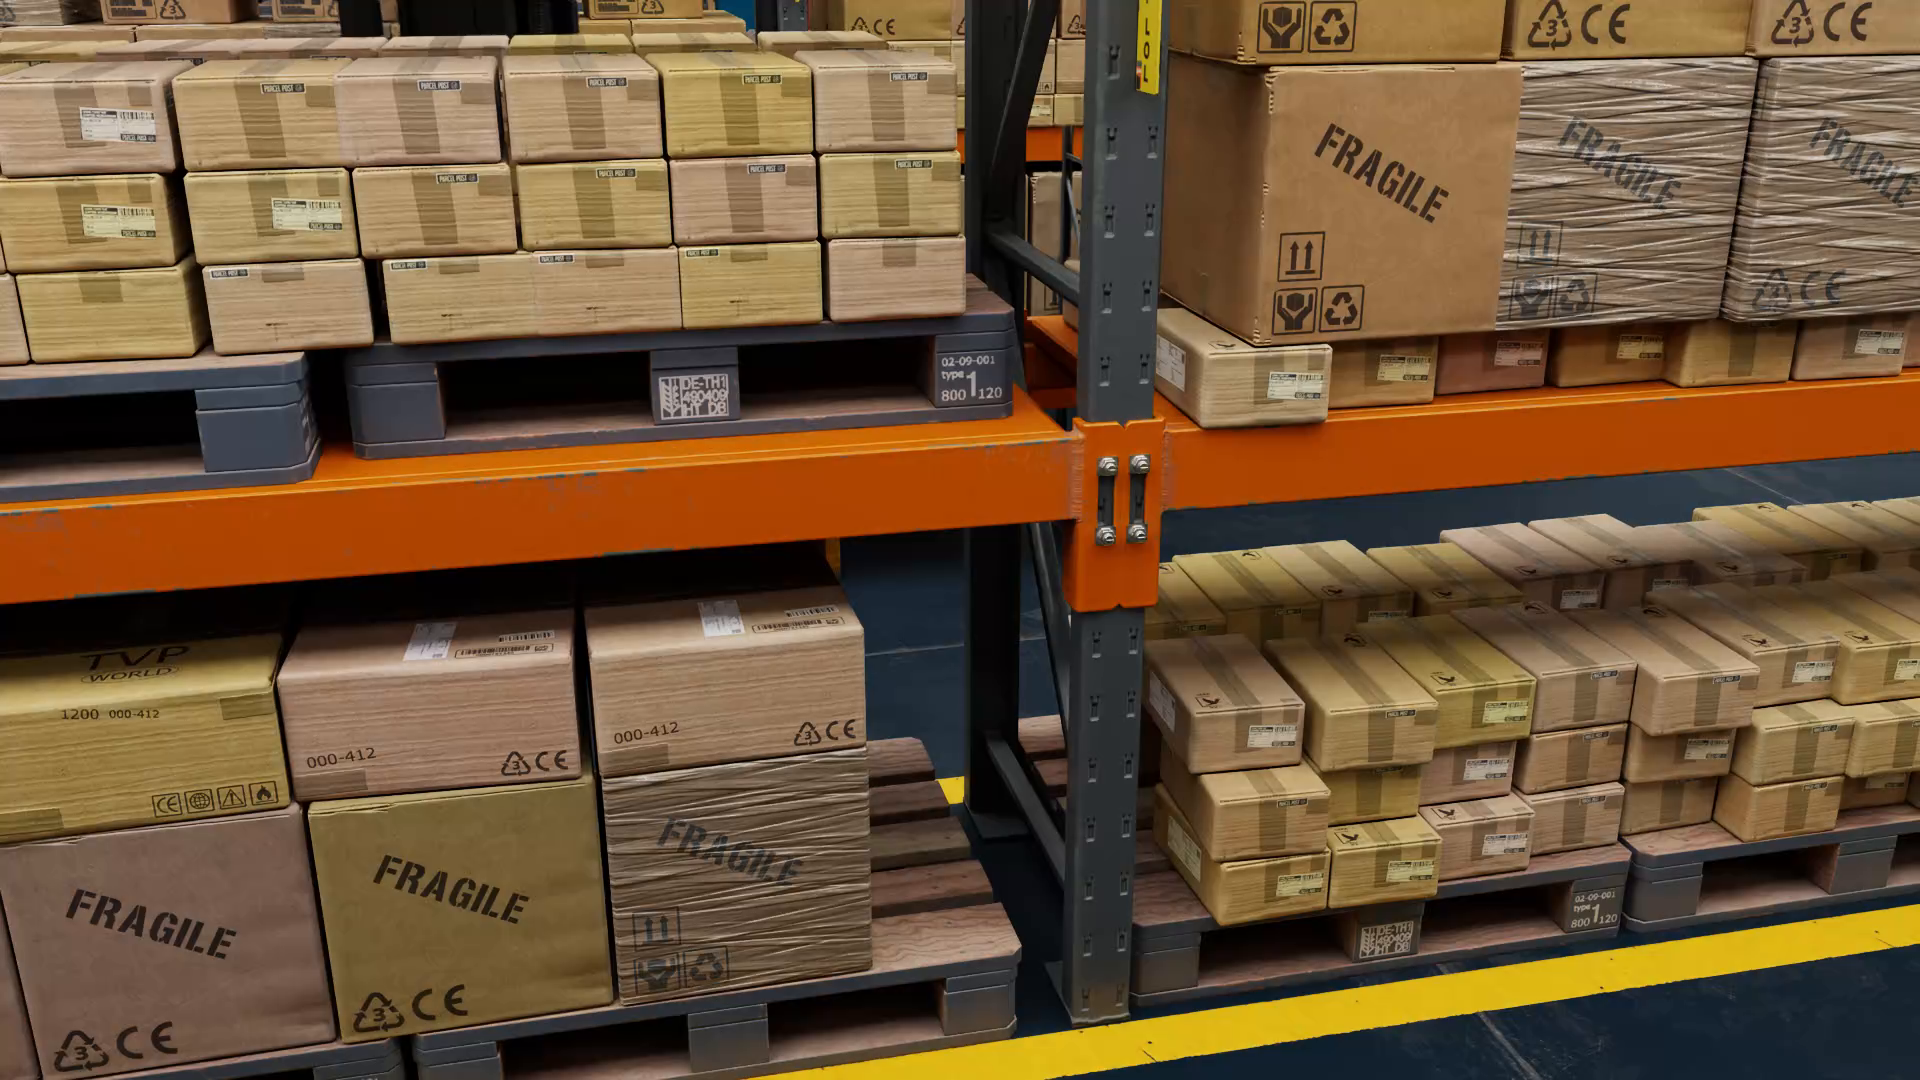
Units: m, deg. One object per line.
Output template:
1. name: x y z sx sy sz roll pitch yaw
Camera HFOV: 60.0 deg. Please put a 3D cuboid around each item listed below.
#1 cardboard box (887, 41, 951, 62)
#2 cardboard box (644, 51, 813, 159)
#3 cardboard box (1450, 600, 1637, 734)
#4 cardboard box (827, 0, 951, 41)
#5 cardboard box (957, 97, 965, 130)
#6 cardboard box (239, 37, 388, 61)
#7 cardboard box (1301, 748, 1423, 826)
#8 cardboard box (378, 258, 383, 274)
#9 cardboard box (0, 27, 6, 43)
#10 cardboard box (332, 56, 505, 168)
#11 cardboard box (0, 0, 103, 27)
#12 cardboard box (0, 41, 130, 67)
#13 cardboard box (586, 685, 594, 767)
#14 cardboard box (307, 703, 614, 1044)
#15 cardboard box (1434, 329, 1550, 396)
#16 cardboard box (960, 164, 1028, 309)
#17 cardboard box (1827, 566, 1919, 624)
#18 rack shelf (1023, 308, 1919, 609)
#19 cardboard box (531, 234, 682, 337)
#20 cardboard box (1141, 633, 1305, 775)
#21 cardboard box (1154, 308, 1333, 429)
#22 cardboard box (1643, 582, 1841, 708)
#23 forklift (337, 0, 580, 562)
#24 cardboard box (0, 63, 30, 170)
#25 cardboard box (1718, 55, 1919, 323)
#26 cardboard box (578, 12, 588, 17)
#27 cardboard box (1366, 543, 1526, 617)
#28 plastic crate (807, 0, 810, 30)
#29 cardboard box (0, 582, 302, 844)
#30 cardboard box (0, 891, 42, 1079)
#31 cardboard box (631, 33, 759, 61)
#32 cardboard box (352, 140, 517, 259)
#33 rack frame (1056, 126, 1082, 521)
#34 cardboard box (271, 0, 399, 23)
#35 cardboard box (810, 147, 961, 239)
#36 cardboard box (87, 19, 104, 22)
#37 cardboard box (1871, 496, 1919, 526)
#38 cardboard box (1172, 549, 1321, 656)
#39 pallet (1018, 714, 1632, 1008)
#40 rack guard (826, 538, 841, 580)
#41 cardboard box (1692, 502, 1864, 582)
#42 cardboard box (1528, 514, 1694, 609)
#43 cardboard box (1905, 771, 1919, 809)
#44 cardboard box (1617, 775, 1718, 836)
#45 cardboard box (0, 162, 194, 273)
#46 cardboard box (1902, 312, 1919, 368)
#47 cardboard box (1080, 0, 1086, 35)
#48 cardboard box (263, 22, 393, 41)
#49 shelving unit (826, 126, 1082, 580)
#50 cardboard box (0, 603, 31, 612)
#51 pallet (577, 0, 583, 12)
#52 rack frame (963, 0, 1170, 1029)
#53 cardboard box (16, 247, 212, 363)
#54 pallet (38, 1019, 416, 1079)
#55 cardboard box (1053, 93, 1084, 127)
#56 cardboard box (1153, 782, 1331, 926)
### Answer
1. cardboard box: -0.341 -2.238 7.848 0.500 0.250 0.500 -5 21 -13
2. cardboard box: -0.423 -0.791 3.002 0.250 0.149 0.380 -5 21 -14
3. cardboard box: 1.332 0.287 3.840 0.250 0.149 0.380 -5 21 -14
4. cardboard box: -0.334 -2.593 7.727 0.500 0.500 0.500 -5 21 -12
5. cardboard box: 0.017 -2.055 7.929 0.250 0.149 0.380 -4 20 -11
6. cardboard box: -1.317 -0.949 3.434 0.250 0.149 0.380 -5 21 -13
7. cardboard box: 0.836 0.479 3.746 0.250 0.149 0.380 -5 21 -12
8. cardboard box: -1.310 -0.671 3.539 0.250 0.149 0.380 -6 21 -15
9. cardboard box: -4.216 -1.897 6.986 0.500 0.500 0.500 -4 21 -11
10. cardboard box: -0.930 -0.750 2.891 0.250 0.149 0.380 -5 21 -13
11. cardboard box: -4.036 -2.473 7.100 0.637 0.503 0.797 -4 20 -11
12. cardboard box: -1.825 -0.907 3.319 0.250 0.149 0.380 -4 20 -11
13. cardboard box: -1.110 0.438 3.781 0.500 0.500 0.500 -4 20 -10
14. cardboard box: -0.977 0.609 3.314 0.500 0.500 0.500 -5 21 -14
15. cardboard box: 1.017 -0.430 3.492 0.250 0.149 0.380 -6 21 -15
16. cardboard box: -0.198 -1.444 8.374 0.875 0.875 0.875 -5 21 -12
17. cardboard box: 2.342 0.208 4.055 0.250 0.149 0.380 -5 21 -14
18. rack shelf: 2.130 -0.371 4.013 4.000 0.370 1.077 -5 21 -12
19. cardboard box: -0.652 -0.492 3.052 0.250 0.149 0.380 -5 21 -13
20. cardboard box: 0.567 0.354 3.658 0.250 0.149 0.380 -4 20 -10
21. cardboard box: 0.535 -0.346 3.262 0.250 0.149 0.380 -4 20 -10
22. cardboard box: 1.845 0.245 3.955 0.250 0.149 0.380 -6 21 -15
23. forklift: -2.148 -1.438 5.979 3.031 2.935 1.130 1 20 3
24. cardboard box: -1.692 -0.687 2.720 0.250 0.149 0.380 -5 21 -13
25. cardboard box: 1.702 -0.762 3.455 0.500 0.500 0.500 -5 21 -14
26. cardboard box: -1.853 -2.273 8.013 0.500 0.500 0.500 -5 21 -12
27. cardboard box: 1.221 0.146 4.224 0.250 0.149 0.380 -4 20 -11
28. plastic crate: -1.072 -3.922 12.479 0.583 0.464 0.402 -5 21 -12
29. cardboard box: -1.497 0.300 3.068 0.500 0.250 0.500 -6 21 -15
30. cardboard box: -1.975 0.689 3.097 0.500 0.500 0.500 -5 21 -14
31. cardboard box: -0.575 -1.008 3.595 0.250 0.149 0.380 -4 21 -11
32. cardboard box: -0.921 -0.609 2.938 0.250 0.149 0.380 -5 21 -14
33. rack frame: 0.446 -0.734 6.137 0.032 1.500 0.500 -4 21 -12
34. cardboard box: -2.750 -2.579 7.389 0.637 0.503 0.797 -4 20 -11
35. cardboard box: -0.158 -0.672 3.110 0.250 0.149 0.380 -4 20 -11
36. cardboard box: -3.842 -2.109 7.565 0.500 0.500 0.500 -5 21 -13
37. cardboard box: 2.751 0.009 4.598 0.250 0.149 0.380 -6 21 -15
38. cardboard box: 0.710 0.163 4.179 0.250 0.149 0.380 -4 21 -12
39. pallet: 0.830 0.694 4.114 1.213 0.211 1.003 -5 21 -12
40. rack guard: -0.527 -0.071 6.145 0.087 0.250 0.587 -4 21 -12
41. cardboard box: 2.213 0.033 4.532 0.250 0.149 0.380 -4 21 -12
42. cardboard box: 1.723 0.068 4.436 0.250 0.149 0.380 -5 21 -14
43. cardboard box: 2.367 0.512 4.090 0.250 0.149 0.380 -4 21 -11
44. cardboard box: 1.591 0.542 4.009 0.250 0.149 0.380 -6 21 -15
45. cardboard box: -1.440 -0.566 2.822 0.250 0.149 0.380 -5 21 -12
46. cardboard box: 2.056 -0.503 3.692 0.250 0.149 0.380 -4 20 -10
47. cardboard box: 0.579 -1.335 3.565 0.500 0.500 0.500 -5 21 -14
48. cardboard box: -2.730 -2.019 7.320 0.500 0.500 0.500 -5 21 -12
49. shelving unit: -0.041 -0.696 6.034 1.083 1.500 0.587 -4 21 -12
50. cardboard box: -2.116 0.170 3.423 0.500 0.250 0.500 -4 21 -11
51. pallet: -3.938 -5.418 17.024 1.213 0.211 1.003 -5 21 -12
52. rack frame: 0.184 -0.551 3.457 0.127 3.000 1.000 -5 21 -12
53. cardboard box: -1.424 -0.428 2.877 0.250 0.149 0.380 -4 20 -10
54. pallet: -1.763 0.919 3.500 1.213 0.211 1.003 -5 21 -12
55. cardboard box: 0.522 -2.097 8.042 0.250 0.149 0.380 -5 21 -13
56. cardboard box: 0.612 0.670 3.660 0.250 0.149 0.380 -6 21 -15
